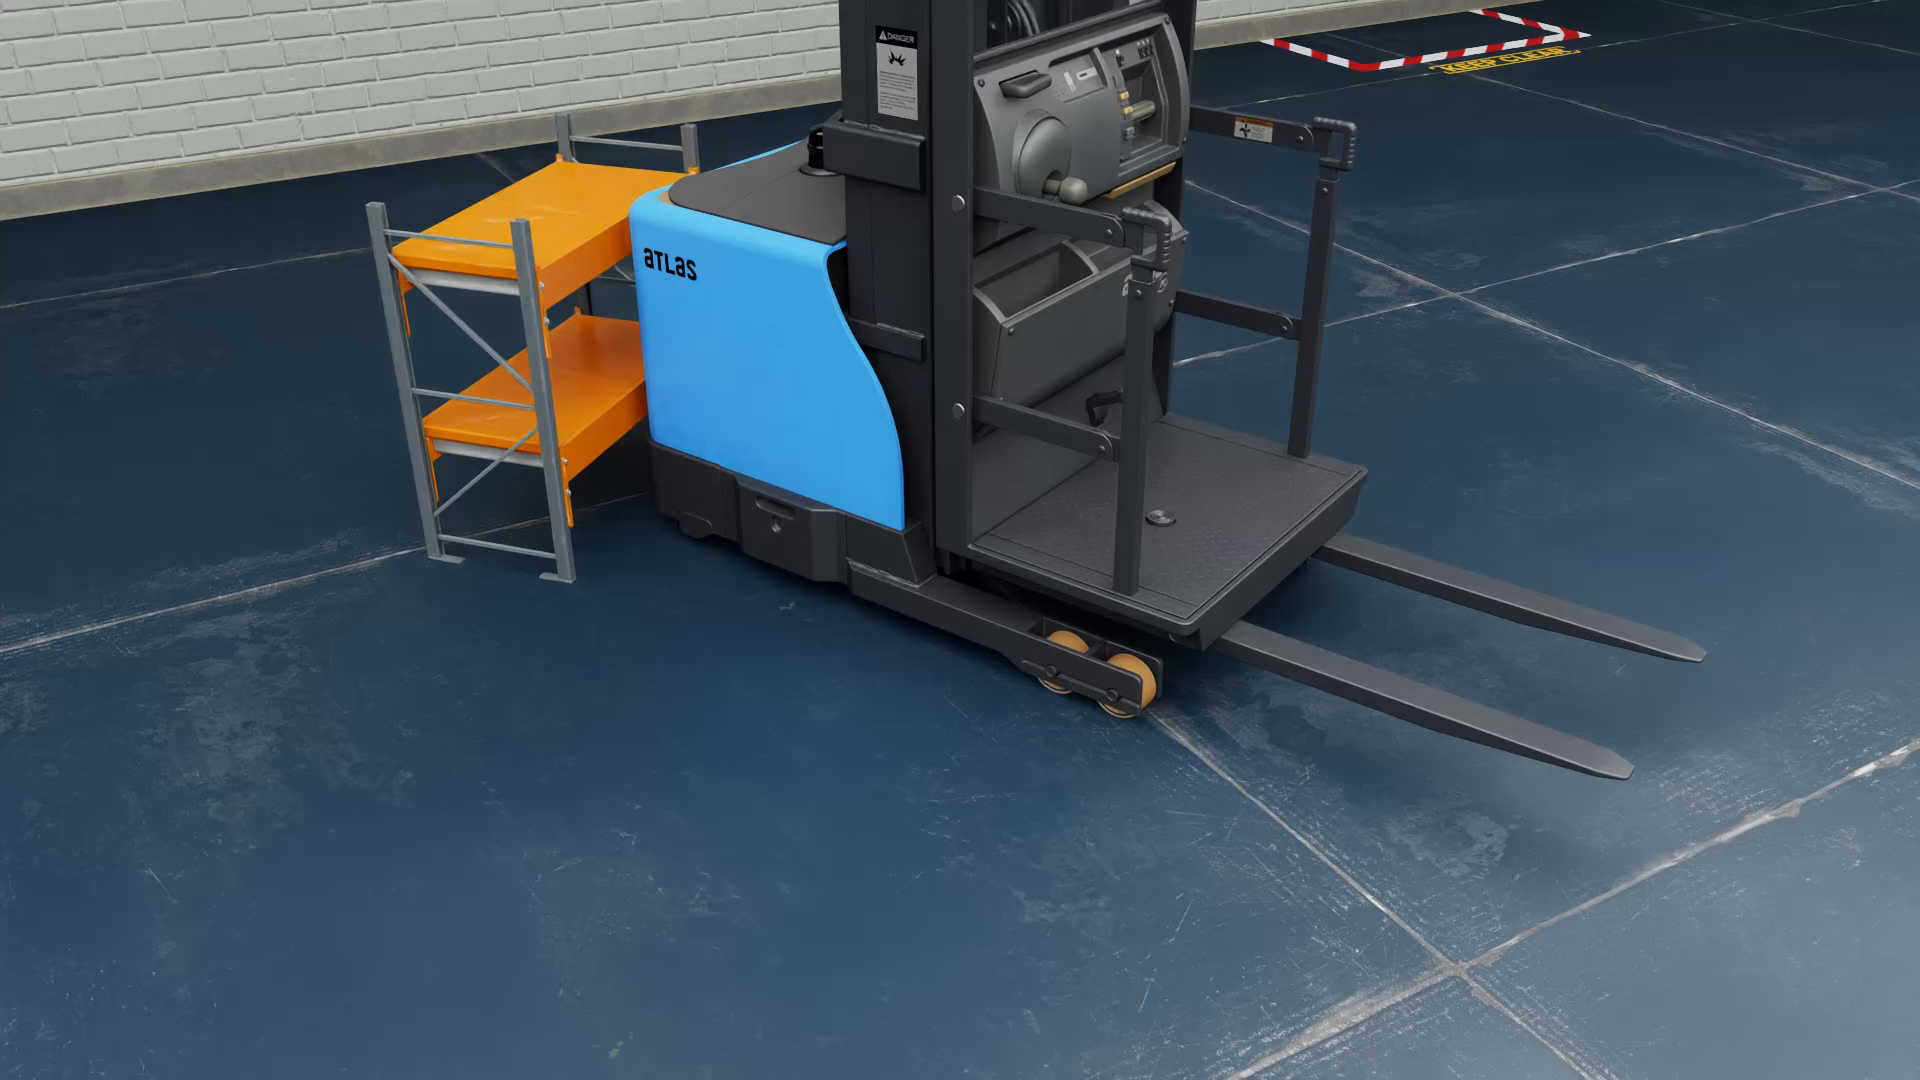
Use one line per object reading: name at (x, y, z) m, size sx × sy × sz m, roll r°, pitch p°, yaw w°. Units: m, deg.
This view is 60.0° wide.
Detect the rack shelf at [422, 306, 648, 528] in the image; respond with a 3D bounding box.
rack shelf at (-1.244, -0.423, 5.358) m, size 0.538 × 0.278 × 1.000 m, roll 9°, pitch 30°, yaw 16°

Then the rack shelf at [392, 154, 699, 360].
rack shelf at (-1.245, -0.894, 5.099) m, size 0.538 × 0.278 × 1.000 m, roll 9°, pitch 30°, yaw 16°

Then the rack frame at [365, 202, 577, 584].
rack frame at (-1.404, -0.404, 4.817) m, size 0.500 × 1.125 × 0.032 m, roll 9°, pitch 30°, yaw 16°

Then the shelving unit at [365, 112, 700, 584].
shelving unit at (-1.245, -0.637, 5.240) m, size 0.538 × 1.125 × 1.048 m, roll 9°, pitch 30°, yaw 16°

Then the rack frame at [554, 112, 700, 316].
rack frame at (-1.086, -0.871, 5.663) m, size 0.500 × 1.125 × 0.032 m, roll 9°, pitch 30°, yaw 16°

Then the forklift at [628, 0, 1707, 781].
forklift at (0.503, -1.104, 4.218) m, size 3.031 × 2.935 × 1.130 m, roll 20°, pitch 34°, yaw 31°
